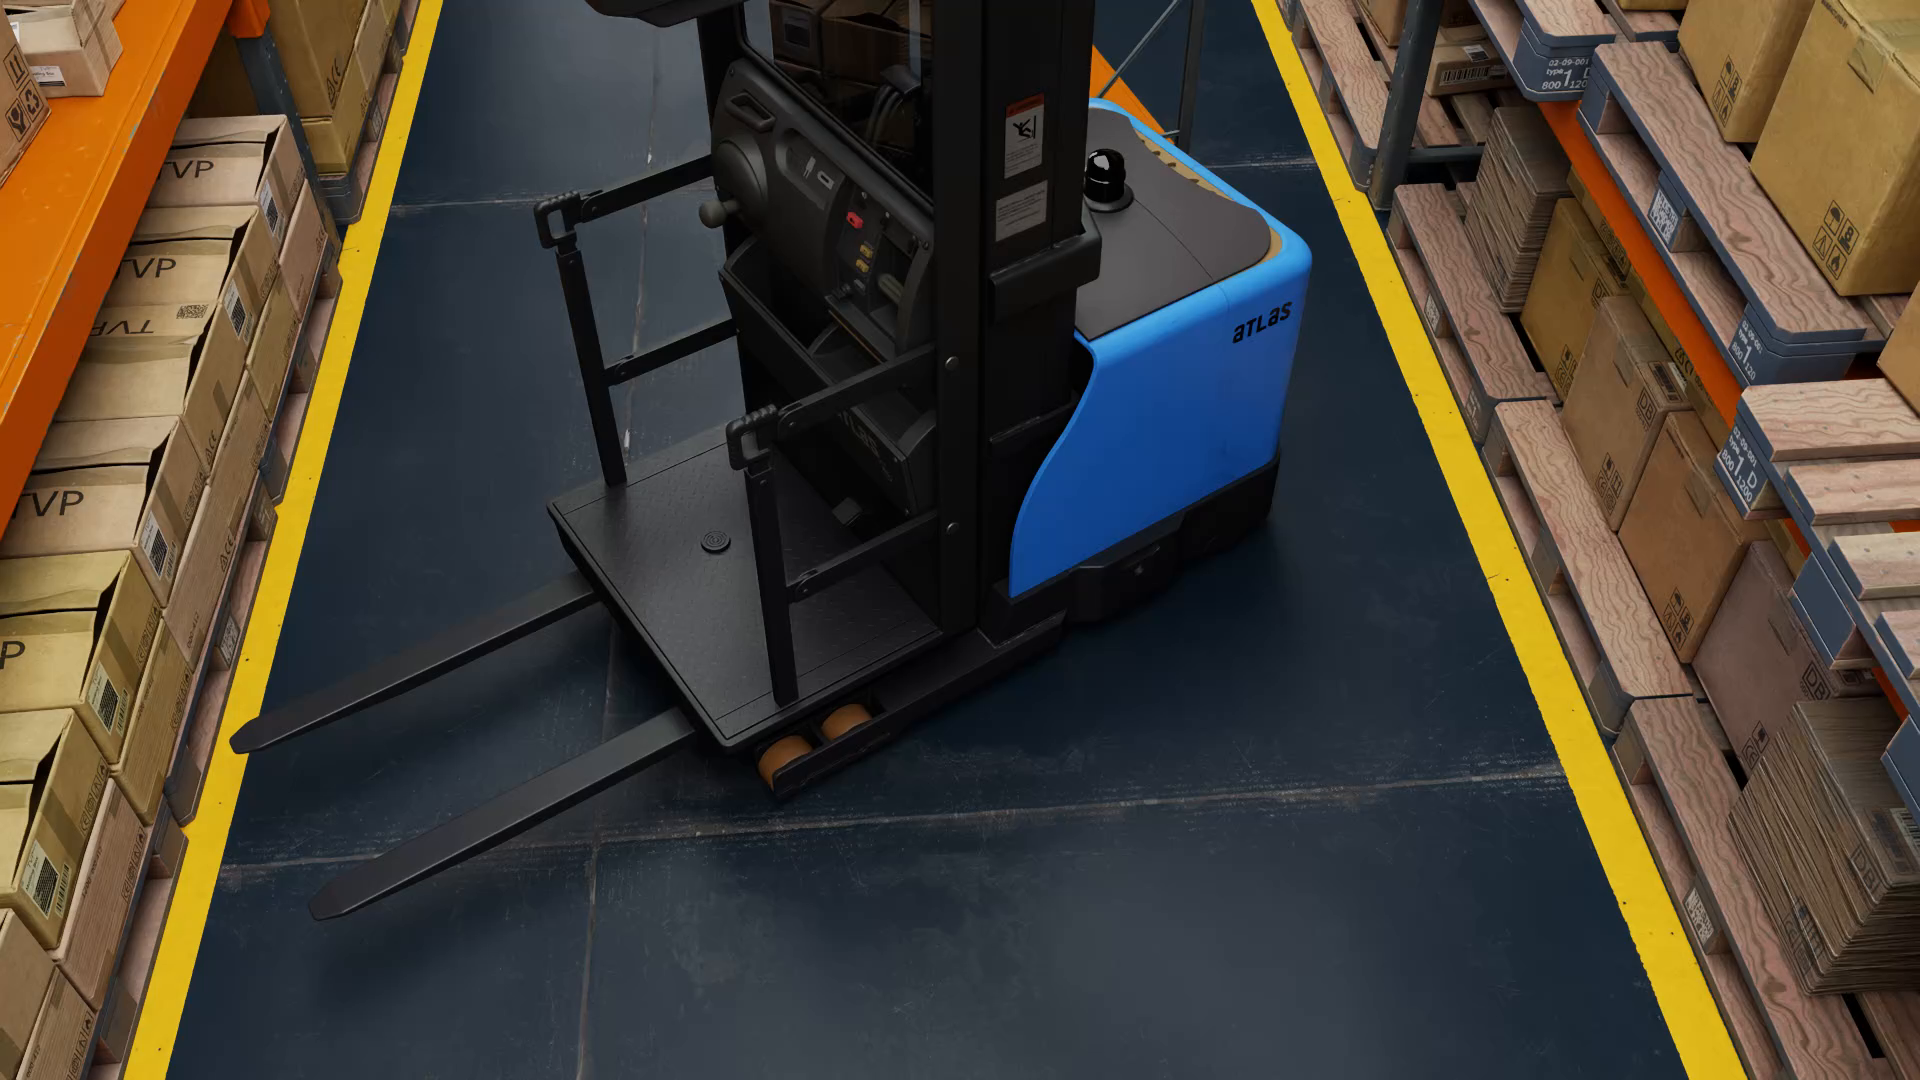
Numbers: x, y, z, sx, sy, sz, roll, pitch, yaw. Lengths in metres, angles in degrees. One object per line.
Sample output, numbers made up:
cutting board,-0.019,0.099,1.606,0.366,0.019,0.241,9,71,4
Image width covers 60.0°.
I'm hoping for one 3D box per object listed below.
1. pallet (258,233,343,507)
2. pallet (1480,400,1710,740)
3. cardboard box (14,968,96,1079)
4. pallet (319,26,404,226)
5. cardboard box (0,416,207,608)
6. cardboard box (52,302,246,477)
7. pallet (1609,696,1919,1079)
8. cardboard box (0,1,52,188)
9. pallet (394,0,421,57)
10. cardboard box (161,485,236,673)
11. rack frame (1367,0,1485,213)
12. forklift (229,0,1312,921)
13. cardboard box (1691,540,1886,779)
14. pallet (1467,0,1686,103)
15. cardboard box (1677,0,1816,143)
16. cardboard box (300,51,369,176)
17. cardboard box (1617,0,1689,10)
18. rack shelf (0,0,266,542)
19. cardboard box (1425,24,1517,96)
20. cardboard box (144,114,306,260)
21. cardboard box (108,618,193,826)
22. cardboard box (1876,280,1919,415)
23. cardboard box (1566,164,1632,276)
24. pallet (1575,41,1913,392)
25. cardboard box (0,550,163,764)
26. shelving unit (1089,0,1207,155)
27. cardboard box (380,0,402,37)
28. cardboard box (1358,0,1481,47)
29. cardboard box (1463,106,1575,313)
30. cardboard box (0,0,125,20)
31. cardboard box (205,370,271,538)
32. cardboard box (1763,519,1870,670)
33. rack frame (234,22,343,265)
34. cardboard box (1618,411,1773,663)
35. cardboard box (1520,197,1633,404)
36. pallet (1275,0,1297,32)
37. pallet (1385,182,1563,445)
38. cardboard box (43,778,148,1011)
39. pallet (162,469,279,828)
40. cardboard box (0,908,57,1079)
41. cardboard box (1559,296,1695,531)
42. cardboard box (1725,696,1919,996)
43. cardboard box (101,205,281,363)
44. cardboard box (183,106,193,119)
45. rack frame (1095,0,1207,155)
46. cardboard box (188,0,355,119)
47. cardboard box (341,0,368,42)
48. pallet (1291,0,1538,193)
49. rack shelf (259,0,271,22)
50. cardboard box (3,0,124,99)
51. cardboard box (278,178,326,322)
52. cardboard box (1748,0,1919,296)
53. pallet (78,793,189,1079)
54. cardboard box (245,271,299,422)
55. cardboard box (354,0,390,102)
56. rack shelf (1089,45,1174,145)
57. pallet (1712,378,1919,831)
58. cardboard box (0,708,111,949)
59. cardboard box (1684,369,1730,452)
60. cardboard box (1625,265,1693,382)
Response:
pallet,-2.733,-0.582,5.655,1.003,0.211,1.213,-3,47,-3
pallet,2.274,0.032,5.074,1.003,0.211,1.213,-3,47,-3
cardboard box,-2.250,1.227,3.626,0.500,0.250,0.500,-4,47,-3
pallet,-2.859,-1.690,6.705,1.003,0.211,1.213,-3,47,-3
cardboard box,-2.387,-0.086,4.484,0.500,0.311,0.500,-4,47,-4
cardboard box,-2.425,-0.450,4.829,0.500,0.311,0.500,-4,47,-3
pallet,2.373,0.913,4.240,1.003,0.211,1.213,-3,47,-3
cardboard box,-2.742,-1.168,4.221,0.500,0.500,0.500,0,47,0
pallet,-2.964,-2.575,7.543,1.003,0.211,1.213,-3,47,-3
cardboard box,-2.385,0.117,4.678,0.500,0.250,0.500,-3,47,-2
rack frame,2.102,-2.375,5.433,1.000,3.000,0.127,-3,47,-3
forklift,-0.519,-0.748,3.940,3.031,2.935,1.130,-27,52,-23
cardboard box,2.397,0.330,4.290,0.700,0.500,0.500,-4,47,-3
pallet,2.021,-1.747,4.971,1.003,0.211,1.213,-3,47,-3
cardboard box,2.237,-1.311,4.054,0.700,0.500,0.500,2,47,2
cardboard box,-2.571,-1.624,6.327,0.500,0.250,0.500,-3,47,-3
cardboard box,2.150,-1.786,4.503,0.700,0.500,0.500,1,47,1
rack shelf,-2.666,-0.377,4.036,1.077,0.370,4.000,-3,47,-3
cardboard box,2.027,-1.937,6.667,0.380,0.166,0.250,-9,47,-8
cardboard box,-2.514,-1.187,5.527,0.500,0.311,0.500,-3,47,-3
cardboard box,-2.343,0.488,4.327,0.500,0.250,0.500,-5,47,-4
cardboard box,2.314,-0.409,3.199,0.700,0.500,0.500,-7,47,-7
cardboard box,2.221,-1.075,5.104,0.500,0.250,0.500,-4,47,-4
pallet,2.230,-0.845,4.116,1.003,0.211,1.213,-3,47,-3
cardboard box,-2.343,0.286,4.132,0.500,0.311,0.500,-5,47,-4
shelving unit,0.348,-1.625,5.756,0.587,1.500,1.083,-15,48,-14
cardboard box,-2.644,-2.348,7.012,0.500,0.250,0.500,-3,47,-3
cardboard box,1.975,-2.415,6.890,0.500,0.500,0.500,-7,47,-6
cardboard box,2.180,-1.135,5.678,0.700,0.500,0.500,-2,47,-2
cardboard box,-2.749,-1.666,4.865,0.500,0.250,0.500,-1,47,-1
cardboard box,-2.426,-0.251,5.027,0.500,0.250,0.500,-3,47,-2
cardboard box,2.339,0.036,4.053,0.500,0.250,0.500,-3,47,-3
rack frame,-2.834,-2.071,5.146,1.000,3.000,0.127,-3,47,-3
cardboard box,2.328,-0.028,4.629,0.700,0.500,0.500,-4,47,-4
cardboard box,2.274,-0.764,5.327,0.700,0.500,0.500,-4,47,-4
pallet,1.905,-2.785,7.742,1.003,0.211,1.213,-3,47,-3
pallet,2.169,-0.853,5.912,1.003,0.211,1.213,-3,47,-3
cardboard box,-2.293,0.864,3.971,0.500,0.250,0.500,-5,47,-4
pallet,-2.628,0.303,4.817,1.003,0.211,1.213,-3,47,-3
cardboard box,-2.250,1.034,3.423,0.500,0.311,0.500,-2,47,-2
cardboard box,2.276,-0.393,4.975,0.700,0.500,0.500,-3,47,-3
cardboard box,2.325,0.710,3.931,0.700,0.500,0.500,-3,47,-3
cardboard box,-2.464,-0.811,5.171,0.500,0.311,0.500,-2,47,-2
cardboard box,-3.090,-1.592,6.297,0.500,0.250,0.500,-3,47,-3
rack frame,0.523,-1.286,5.435,0.500,1.500,0.032,-15,48,-14
cardboard box,-2.561,-1.882,6.055,0.500,0.500,0.500,-3,47,-3
cardboard box,-2.610,-2.244,6.397,0.500,0.500,0.500,-3,47,-3
pallet,2.011,-1.900,6.904,1.003,0.211,1.213,-3,47,-3
rack shelf,-3.001,-3.271,6.777,1.077,0.370,4.000,-3,47,-3
cardboard box,-2.577,-1.400,4.602,0.396,0.266,0.258,-5,47,-4
cardboard box,-2.510,-0.988,5.724,0.500,0.250,0.500,-4,47,-4
cardboard box,2.261,-0.906,3.670,0.700,0.500,0.500,-3,47,-3
pallet,-2.529,1.184,3.983,1.003,0.211,1.213,-3,47,-3
cardboard box,-2.470,-0.622,5.377,0.500,0.250,0.500,-4,47,-4
cardboard box,-2.607,-1.986,6.670,0.500,0.250,0.500,-3,47,-3
rack shelf,0.345,-1.508,5.893,0.538,0.185,1.000,-15,48,-14
pallet,2.271,0.076,3.244,1.213,0.211,1.003,-3,47,-3
cardboard box,-2.303,0.655,3.782,0.500,0.311,0.500,-5,47,-4
cardboard box,2.291,-0.336,4.405,0.500,0.250,0.500,-4,47,-3
cardboard box,2.268,-0.698,4.748,0.500,0.250,0.500,-5,47,-4
